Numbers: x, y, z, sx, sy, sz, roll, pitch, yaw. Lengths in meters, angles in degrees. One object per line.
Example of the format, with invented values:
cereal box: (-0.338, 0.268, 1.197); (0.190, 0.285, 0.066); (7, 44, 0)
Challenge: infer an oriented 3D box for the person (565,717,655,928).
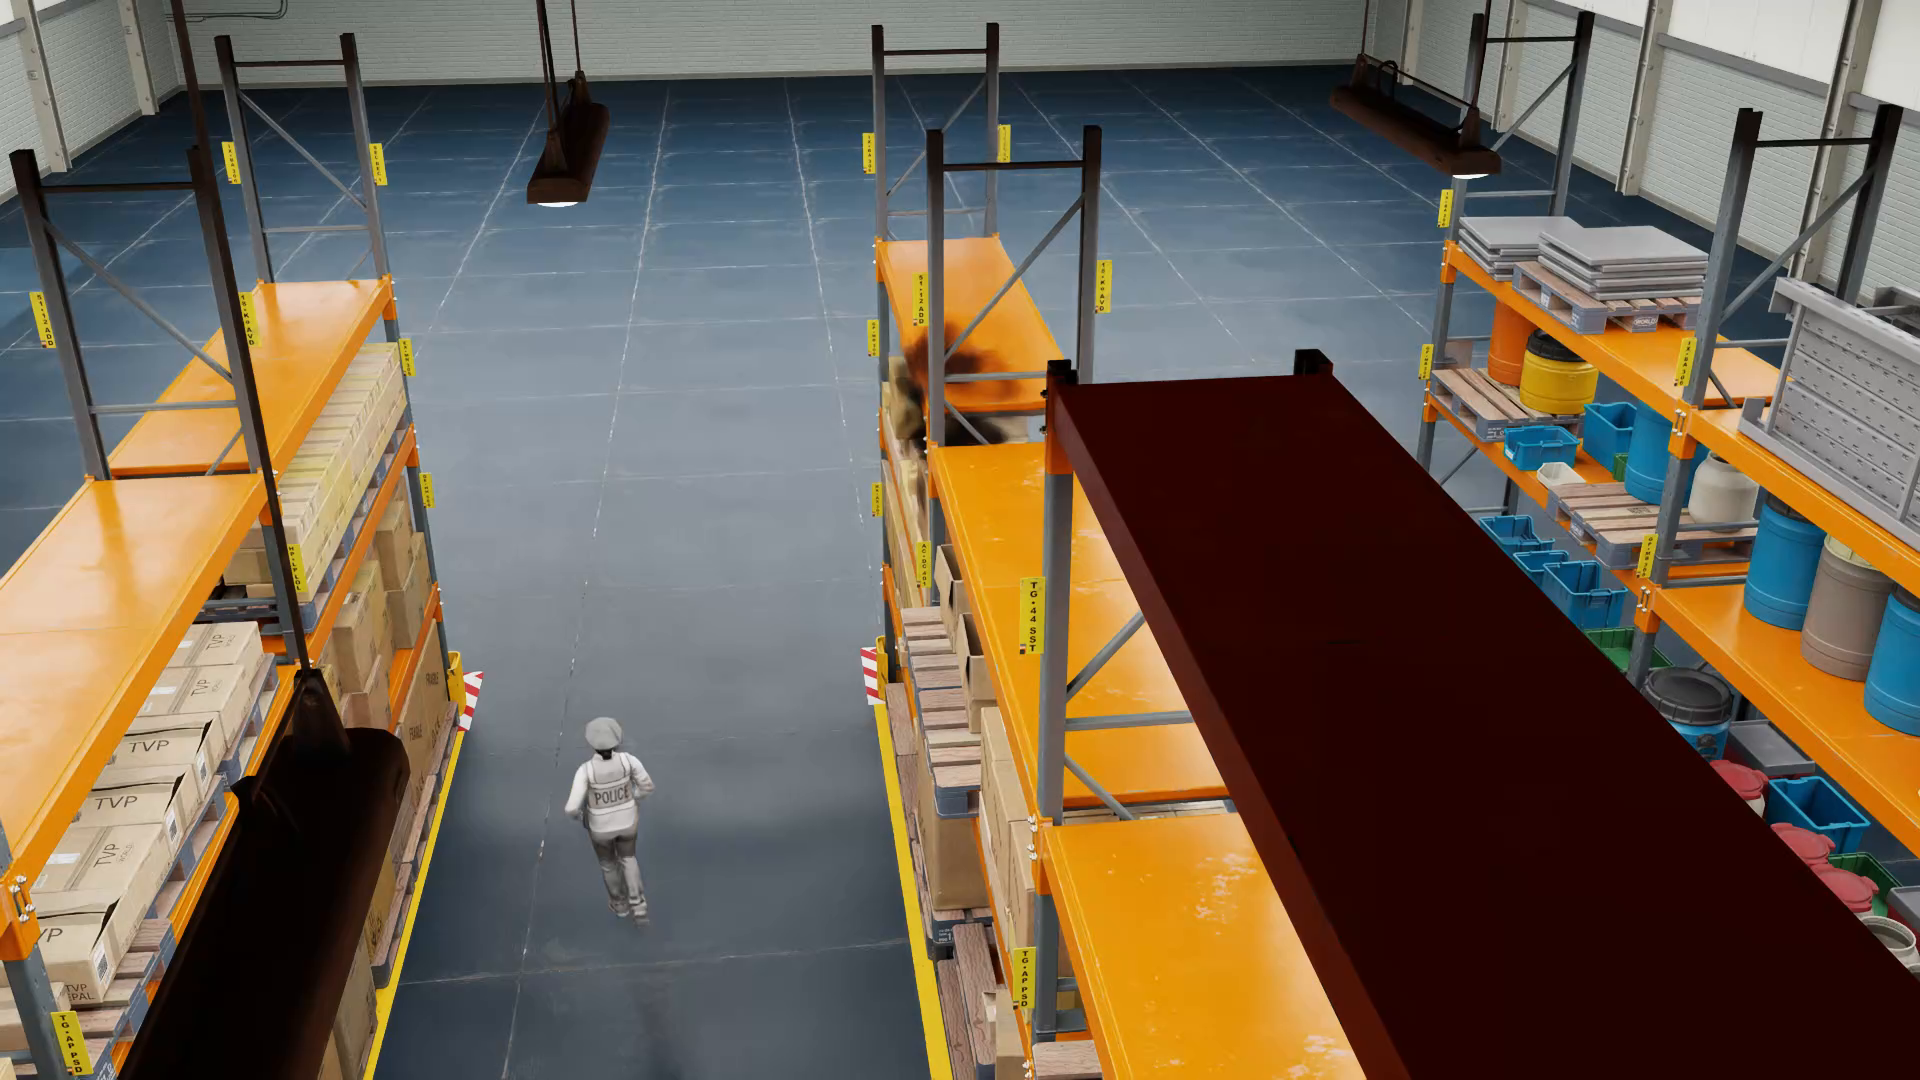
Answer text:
person: (-2.447, 2.017, 11.704); (0.643, 1.665, 0.571); (-12, 28, -23)
